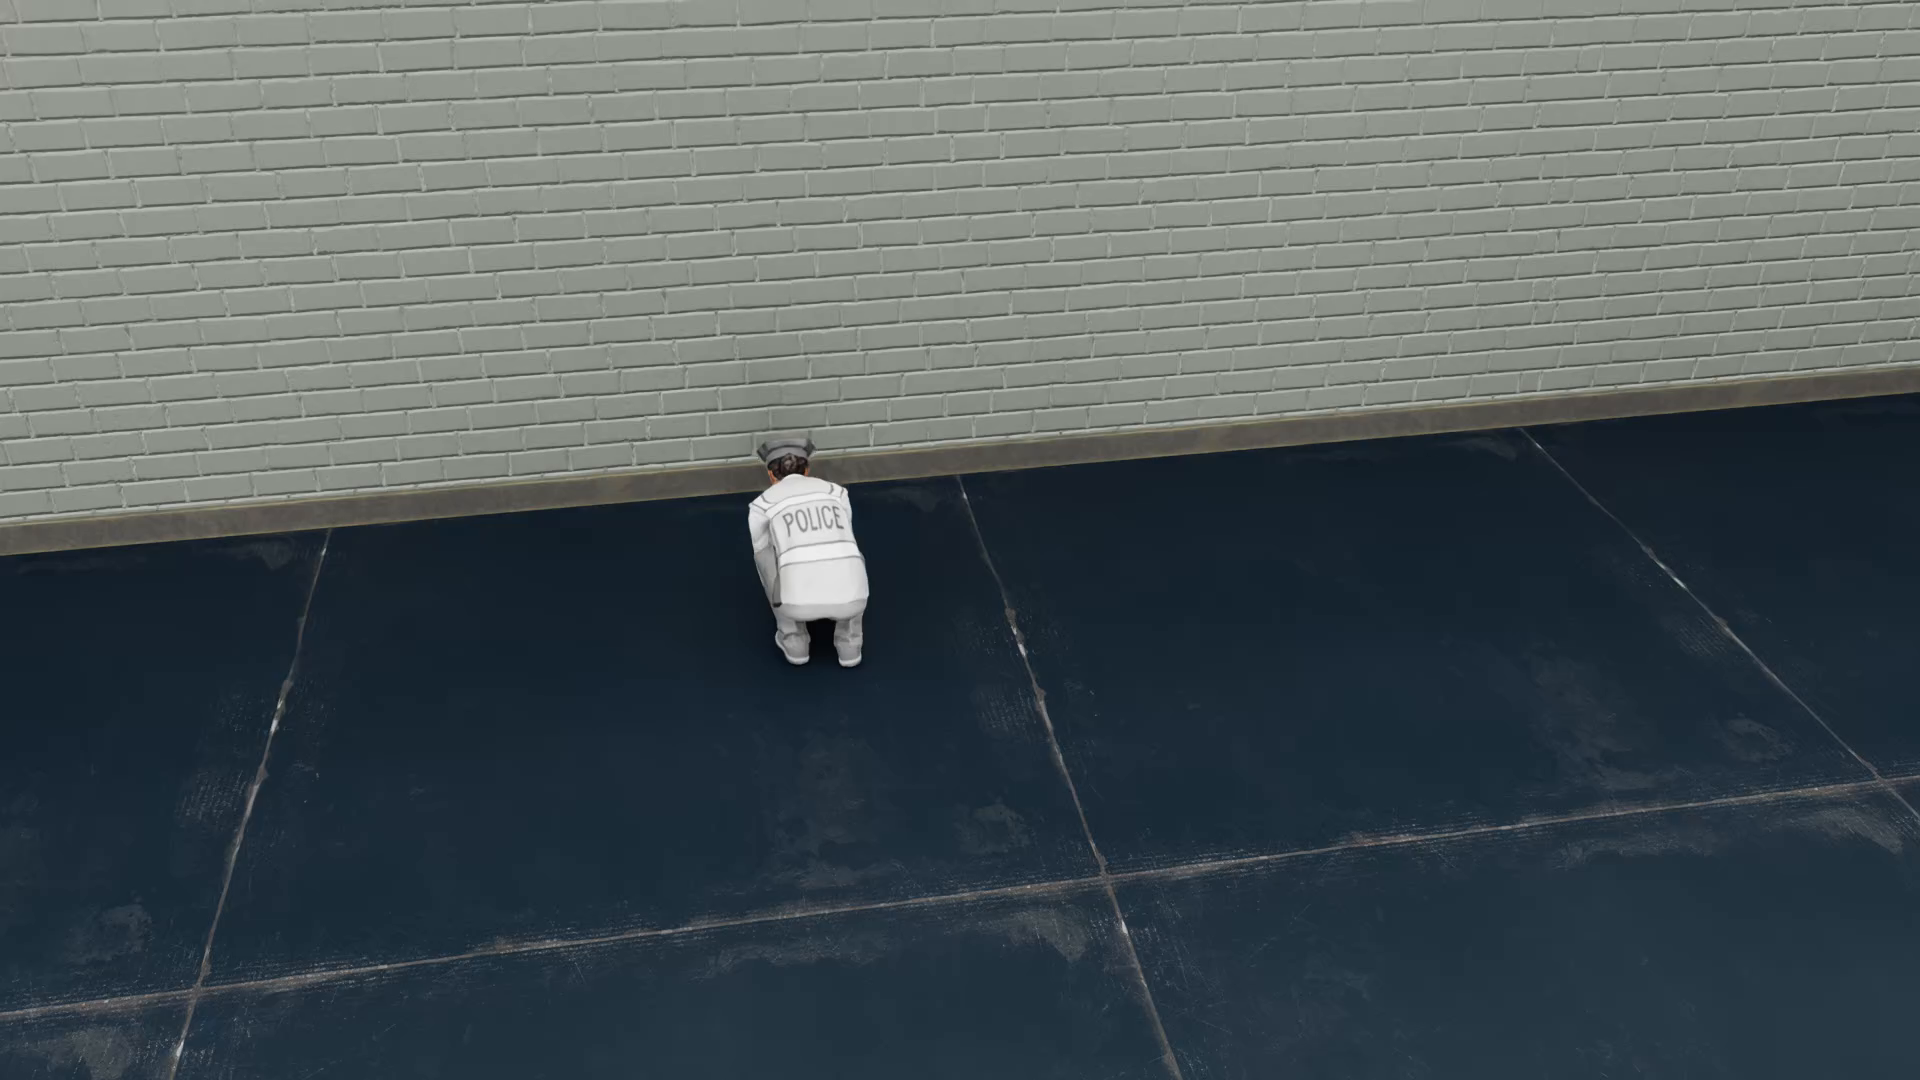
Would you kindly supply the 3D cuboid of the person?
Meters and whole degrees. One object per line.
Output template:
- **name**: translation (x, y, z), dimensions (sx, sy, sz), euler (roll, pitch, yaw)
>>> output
- **person**: translation (-0.624, 0.071, 6.904), dimensions (0.473, 0.849, 0.874), euler (-5, 31, -9)
